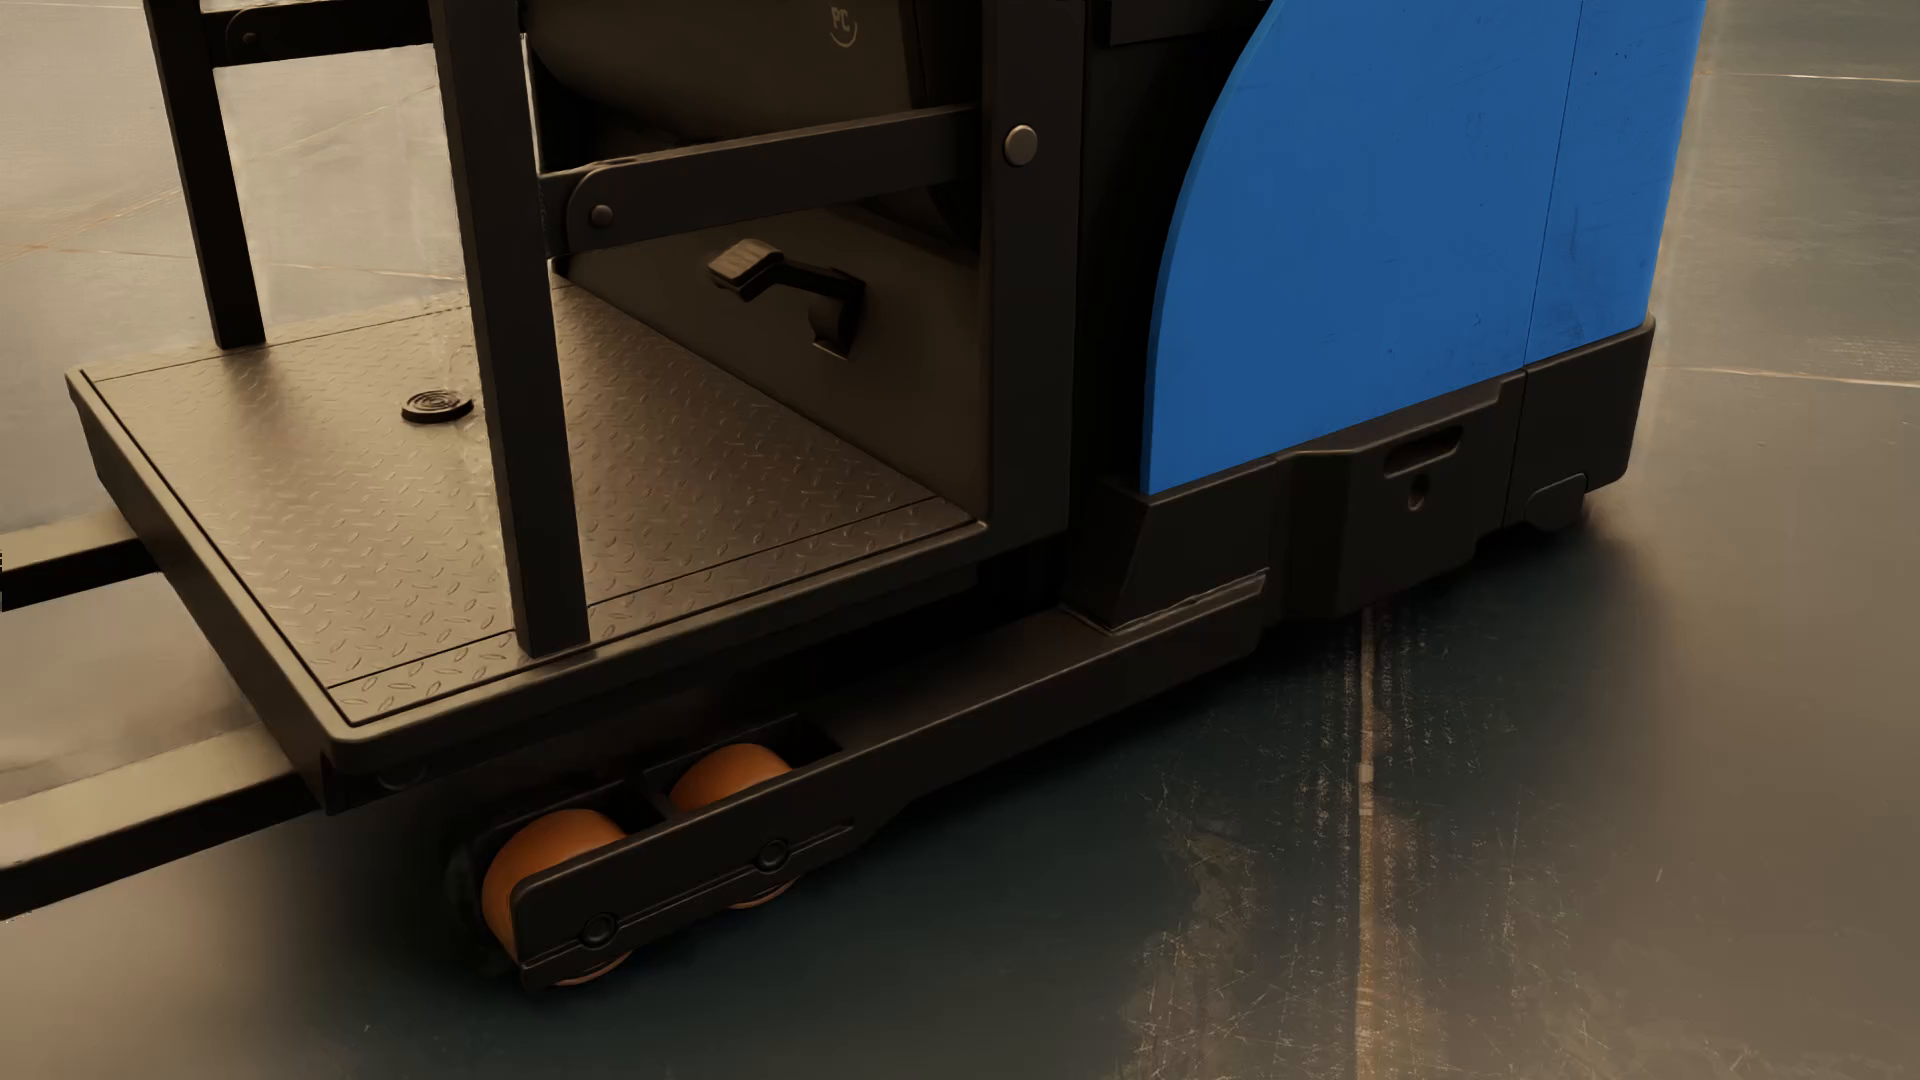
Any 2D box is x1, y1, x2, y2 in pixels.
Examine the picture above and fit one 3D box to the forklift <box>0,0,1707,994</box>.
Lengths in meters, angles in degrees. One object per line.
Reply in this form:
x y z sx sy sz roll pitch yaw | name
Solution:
-0.453 -1.143 1.511 3.031 2.935 1.130 -19 32 -32 | forklift
